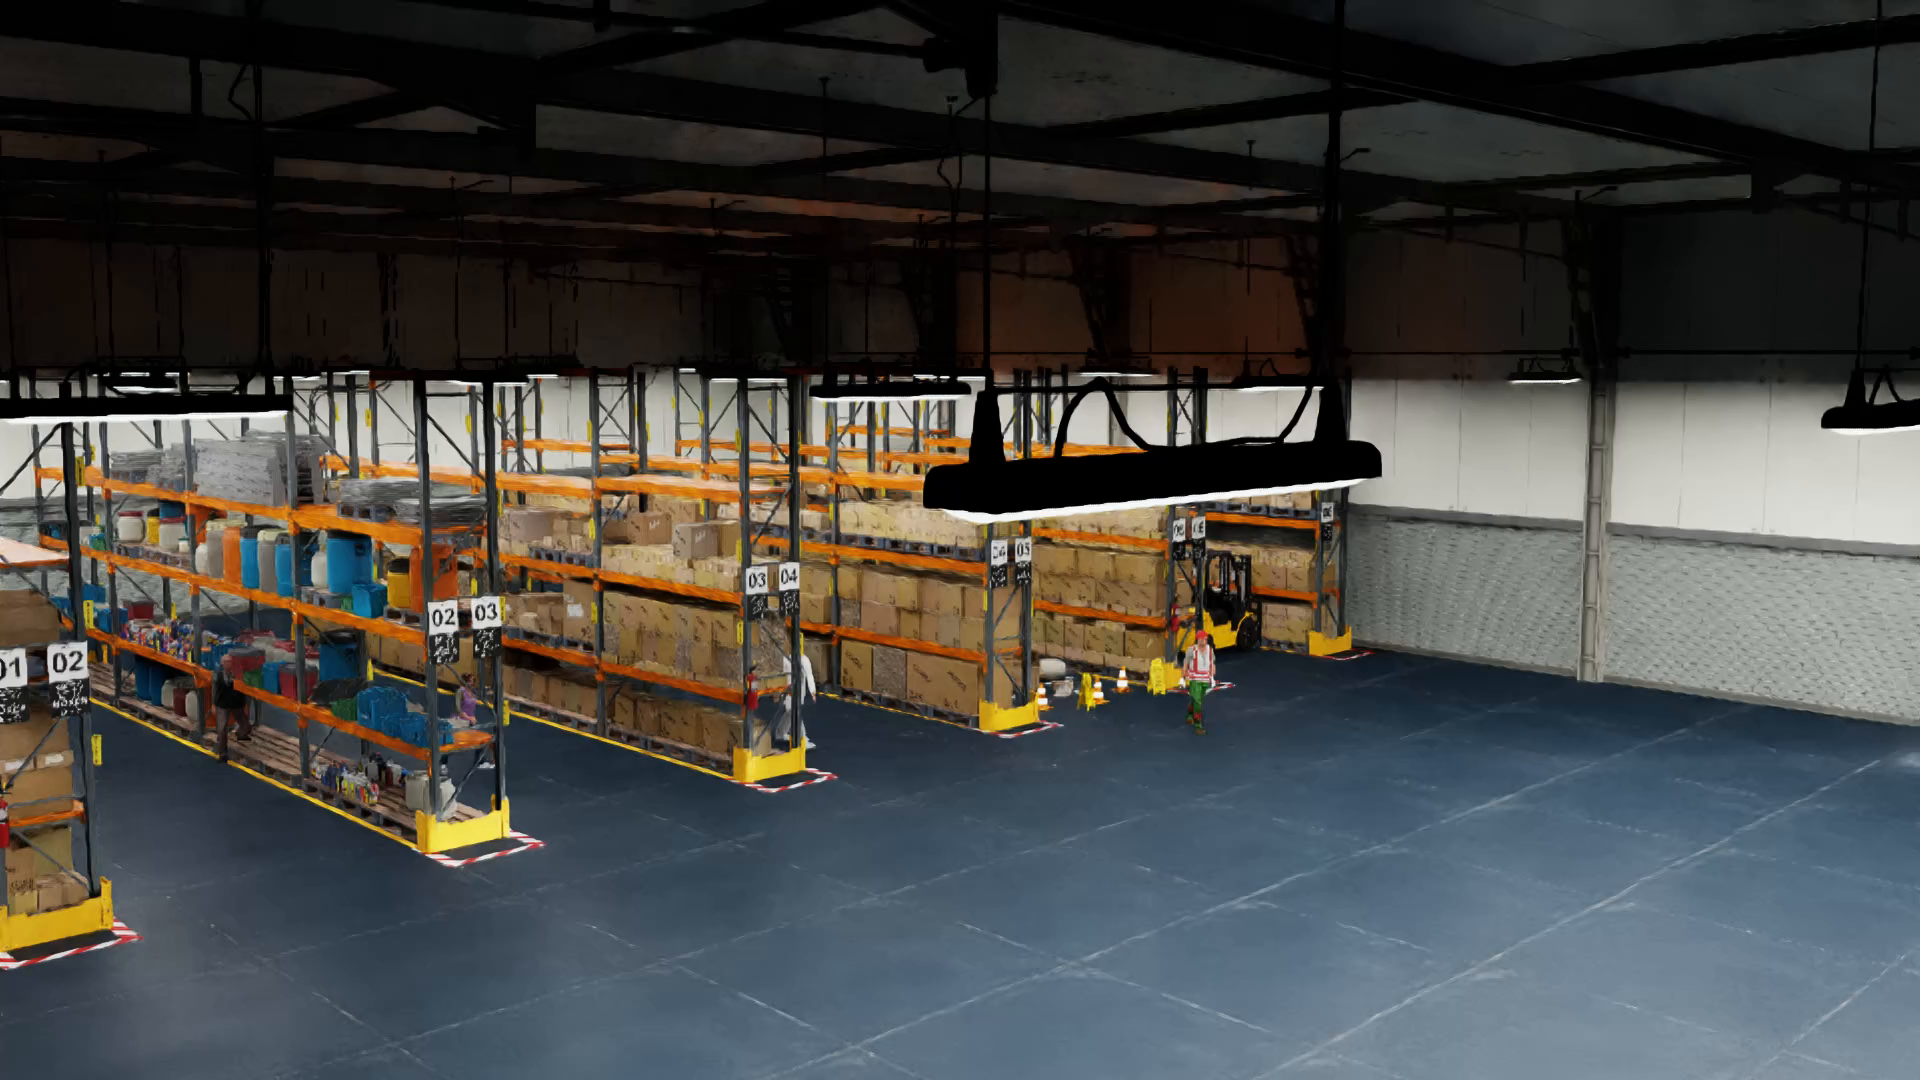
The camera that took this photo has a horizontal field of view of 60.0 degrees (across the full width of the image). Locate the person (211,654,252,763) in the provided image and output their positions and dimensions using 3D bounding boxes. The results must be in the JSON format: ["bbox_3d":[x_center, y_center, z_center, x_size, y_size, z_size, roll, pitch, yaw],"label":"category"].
[{"bbox_3d":[-11.354,2.586,25.902,0.574,1.674,0.965,-3,7,-22],"label":"person"}]

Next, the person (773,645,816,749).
[{"bbox_3d":[-2.623,2.461,26.700,1.110,1.724,0.603,6,9,44],"label":"person"}]

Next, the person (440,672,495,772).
[{"bbox_3d":[-7.499,2.733,25.097,0.774,1.530,0.569,3,7,27],"label":"person"}]

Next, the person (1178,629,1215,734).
[{"bbox_3d":[3.993,2.336,27.876,0.594,1.736,0.988,-3,7,-24],"label":"person"}]
